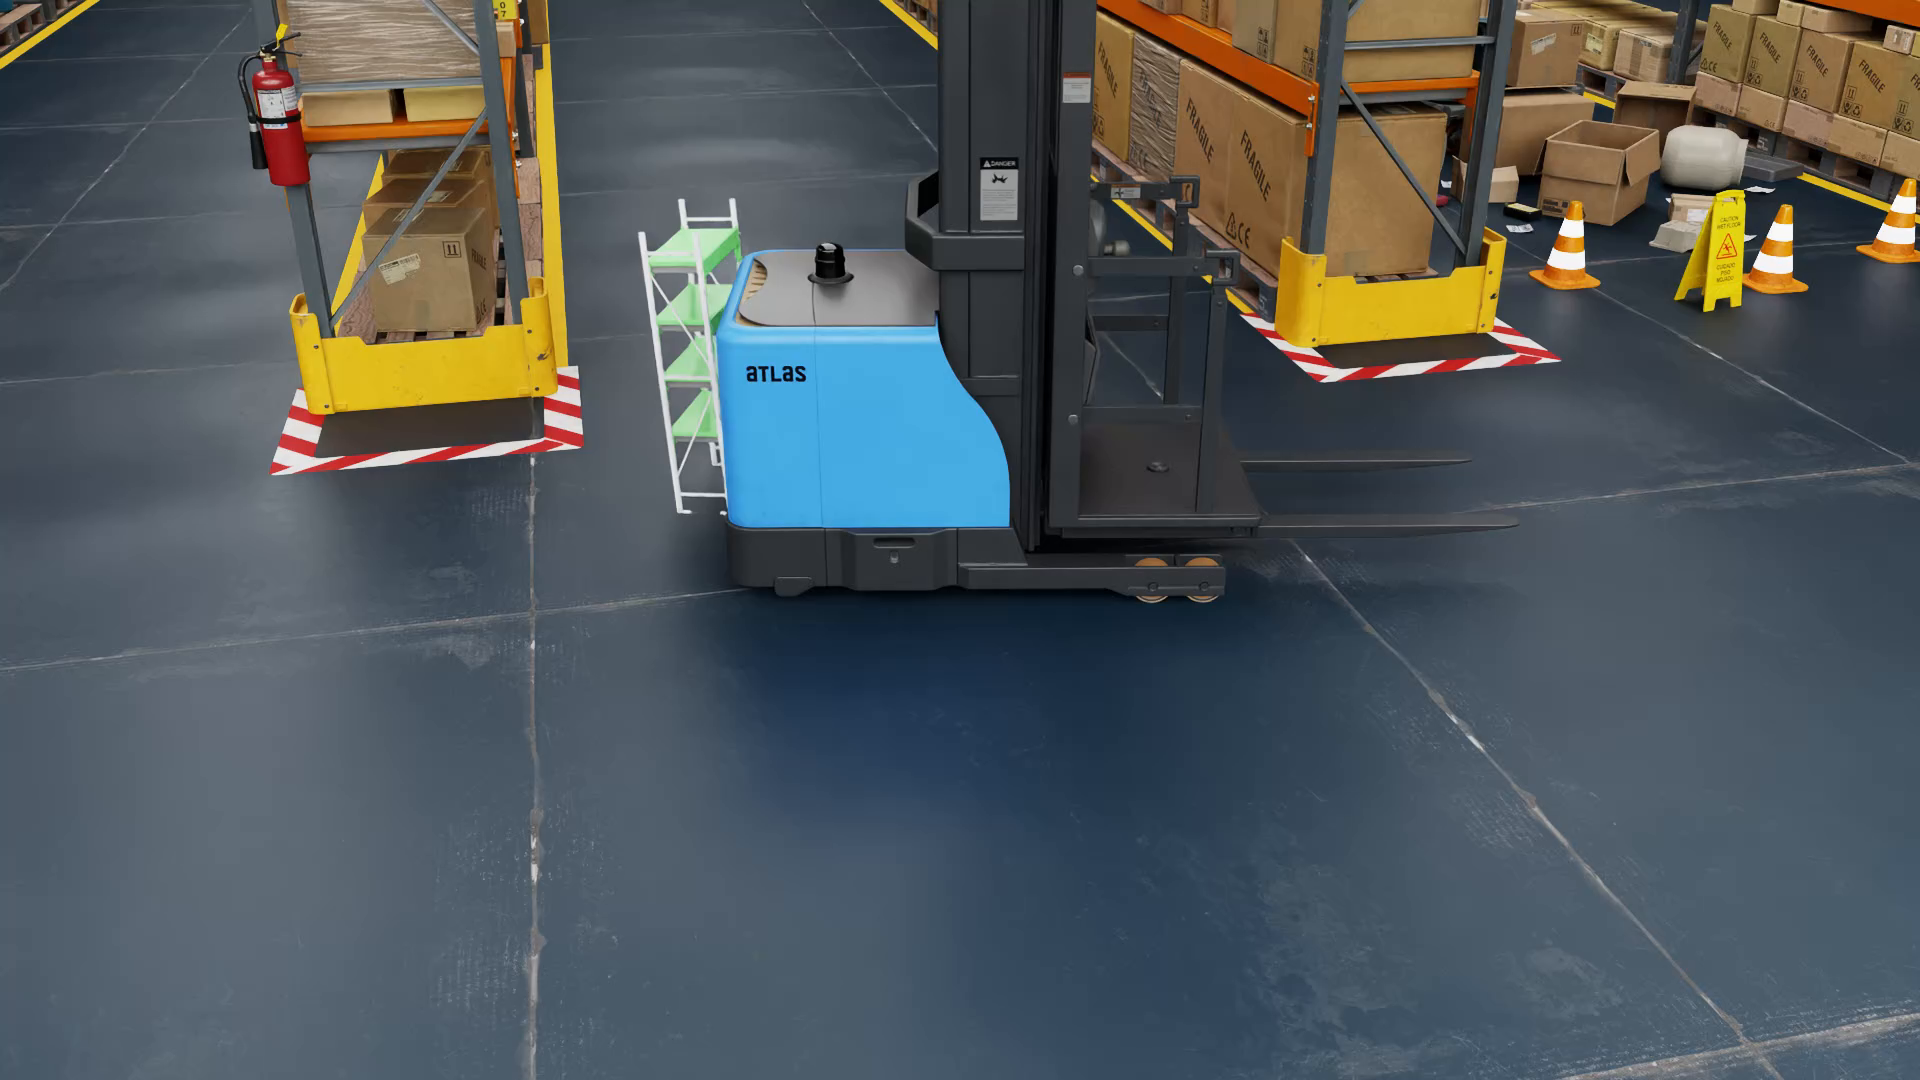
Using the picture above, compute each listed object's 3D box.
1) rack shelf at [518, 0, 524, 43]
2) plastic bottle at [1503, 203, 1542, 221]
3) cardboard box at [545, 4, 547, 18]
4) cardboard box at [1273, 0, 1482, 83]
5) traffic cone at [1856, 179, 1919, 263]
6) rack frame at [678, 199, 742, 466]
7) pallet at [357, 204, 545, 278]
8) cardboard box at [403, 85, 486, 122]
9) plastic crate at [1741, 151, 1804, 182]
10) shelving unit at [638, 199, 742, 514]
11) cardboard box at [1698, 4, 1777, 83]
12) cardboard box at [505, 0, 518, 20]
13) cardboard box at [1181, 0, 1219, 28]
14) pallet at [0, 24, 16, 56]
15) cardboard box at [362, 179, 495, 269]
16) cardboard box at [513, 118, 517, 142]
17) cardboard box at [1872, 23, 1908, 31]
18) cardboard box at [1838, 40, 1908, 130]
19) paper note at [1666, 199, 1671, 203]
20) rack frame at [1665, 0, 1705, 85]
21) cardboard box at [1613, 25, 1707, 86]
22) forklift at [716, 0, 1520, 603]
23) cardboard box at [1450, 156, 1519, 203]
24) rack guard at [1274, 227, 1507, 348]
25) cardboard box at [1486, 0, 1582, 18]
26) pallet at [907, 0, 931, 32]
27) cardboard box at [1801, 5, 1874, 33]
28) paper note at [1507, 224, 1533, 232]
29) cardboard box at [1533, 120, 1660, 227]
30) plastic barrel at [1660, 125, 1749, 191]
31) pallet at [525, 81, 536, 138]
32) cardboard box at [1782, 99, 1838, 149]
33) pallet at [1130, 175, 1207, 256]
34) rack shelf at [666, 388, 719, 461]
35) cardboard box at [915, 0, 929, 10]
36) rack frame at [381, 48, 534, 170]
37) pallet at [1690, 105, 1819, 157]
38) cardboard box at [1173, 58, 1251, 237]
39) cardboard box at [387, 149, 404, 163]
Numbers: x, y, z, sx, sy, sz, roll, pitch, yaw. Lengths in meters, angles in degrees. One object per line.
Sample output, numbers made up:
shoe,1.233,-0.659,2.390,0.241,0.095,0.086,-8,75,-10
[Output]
rack shelf,-3.916,-4.346,12.829,1.077,0.370,4.000,-6,27,-12
plastic bottle,3.691,-2.175,10.991,0.133,0.061,0.283,-16,31,-29
cardboard box,-4.696,-5.481,16.172,1.225,0.875,0.875,-6,27,-11
cardboard box,2.163,-2.717,8.639,0.875,0.550,0.550,-6,27,-12
traffic cone,5.737,-1.964,10.129,0.336,0.463,0.334,-6,27,-12
rack frame,-1.014,-0.868,7.124,0.240,1.200,0.015,2,27,10
pallet,-3.001,-1.716,9.916,1.003,0.211,1.213,-6,27,-12
cardboard box,-2.396,-2.070,7.801,0.380,0.149,0.250,-6,27,-12
plastic crate,5.744,-2.719,12.049,0.402,0.080,0.583,-16,31,-29
shelving unit,-1.055,-0.760,6.909,0.258,1.200,0.503,2,27,10
cardboard box,6.059,-3.804,12.710,0.500,0.500,0.500,-5,27,-9
cardboard box,-2.921,-3.287,10.213,0.380,0.149,0.250,-6,27,-12
cardboard box,1.855,-3.444,10.077,0.875,0.550,0.500,-6,27,-12
pallet,-9.682,-4.674,15.775,1.003,0.211,1.213,-6,27,-12
cardboard box,-2.857,-1.639,8.977,0.500,0.500,0.500,1,27,2
cardboard box,-3.583,-3.141,11.930,0.700,0.500,0.500,-8,28,-16
cardboard box,6.817,-3.411,11.931,0.500,0.500,0.500,-5,27,-9
cardboard box,6.429,-3.110,11.336,0.500,0.500,0.500,-7,28,-13
paper note,4.893,-2.310,11.305,0.148,0.019,0.142,3,27,6
rack frame,6.190,-4.795,12.922,1.000,3.000,0.127,-6,27,-12
cardboard box,6.069,-4.040,13.875,0.950,0.372,0.625,-6,27,-11
forklift,0.630,-1.312,6.096,3.031,2.935,1.130,0,27,-1
cardboard box,3.571,-2.460,11.329,0.396,0.266,0.258,-1,27,-3
rack guard,2.297,-1.366,8.901,1.175,0.500,0.348,-6,27,-12
cardboard box,5.580,-4.993,15.764,0.950,0.372,0.625,-6,27,-13
pallet,0.042,-5.637,17.684,1.003,0.211,1.213,-6,27,-12
cardboard box,6.210,-3.689,11.763,0.380,0.149,0.250,-4,27,-9
paper note,3.601,-2.008,10.697,0.144,0.017,0.142,3,27,6
cardboard box,4.229,-2.439,11.023,0.637,0.503,0.797,19,32,32
plastic barrel,5.151,-2.642,11.515,0.512,0.421,0.421,13,30,24
pallet,-3.921,-3.422,13.296,1.003,0.211,1.213,-6,27,-12
cardboard box,6.313,-3.003,11.956,0.500,0.250,0.500,-6,27,-12
pallet,1.763,-2.125,10.726,1.003,0.211,1.213,-6,27,-12
rack shelf,-1.040,-0.488,7.043,0.258,0.148,0.480,2,27,10
cardboard box,-0.163,-5.797,17.214,0.500,0.500,0.500,-7,28,-14
rack frame,-3.466,-3.789,10.928,1.000,3.000,0.127,-6,27,-12
pallet,6.375,-3.259,12.973,1.003,0.211,1.213,-6,27,-12
cardboard box,1.874,-2.408,10.084,0.875,0.875,0.875,-6,27,-12
cardboard box,-3.278,-2.430,10.544,0.500,0.500,0.500,2,27,5
